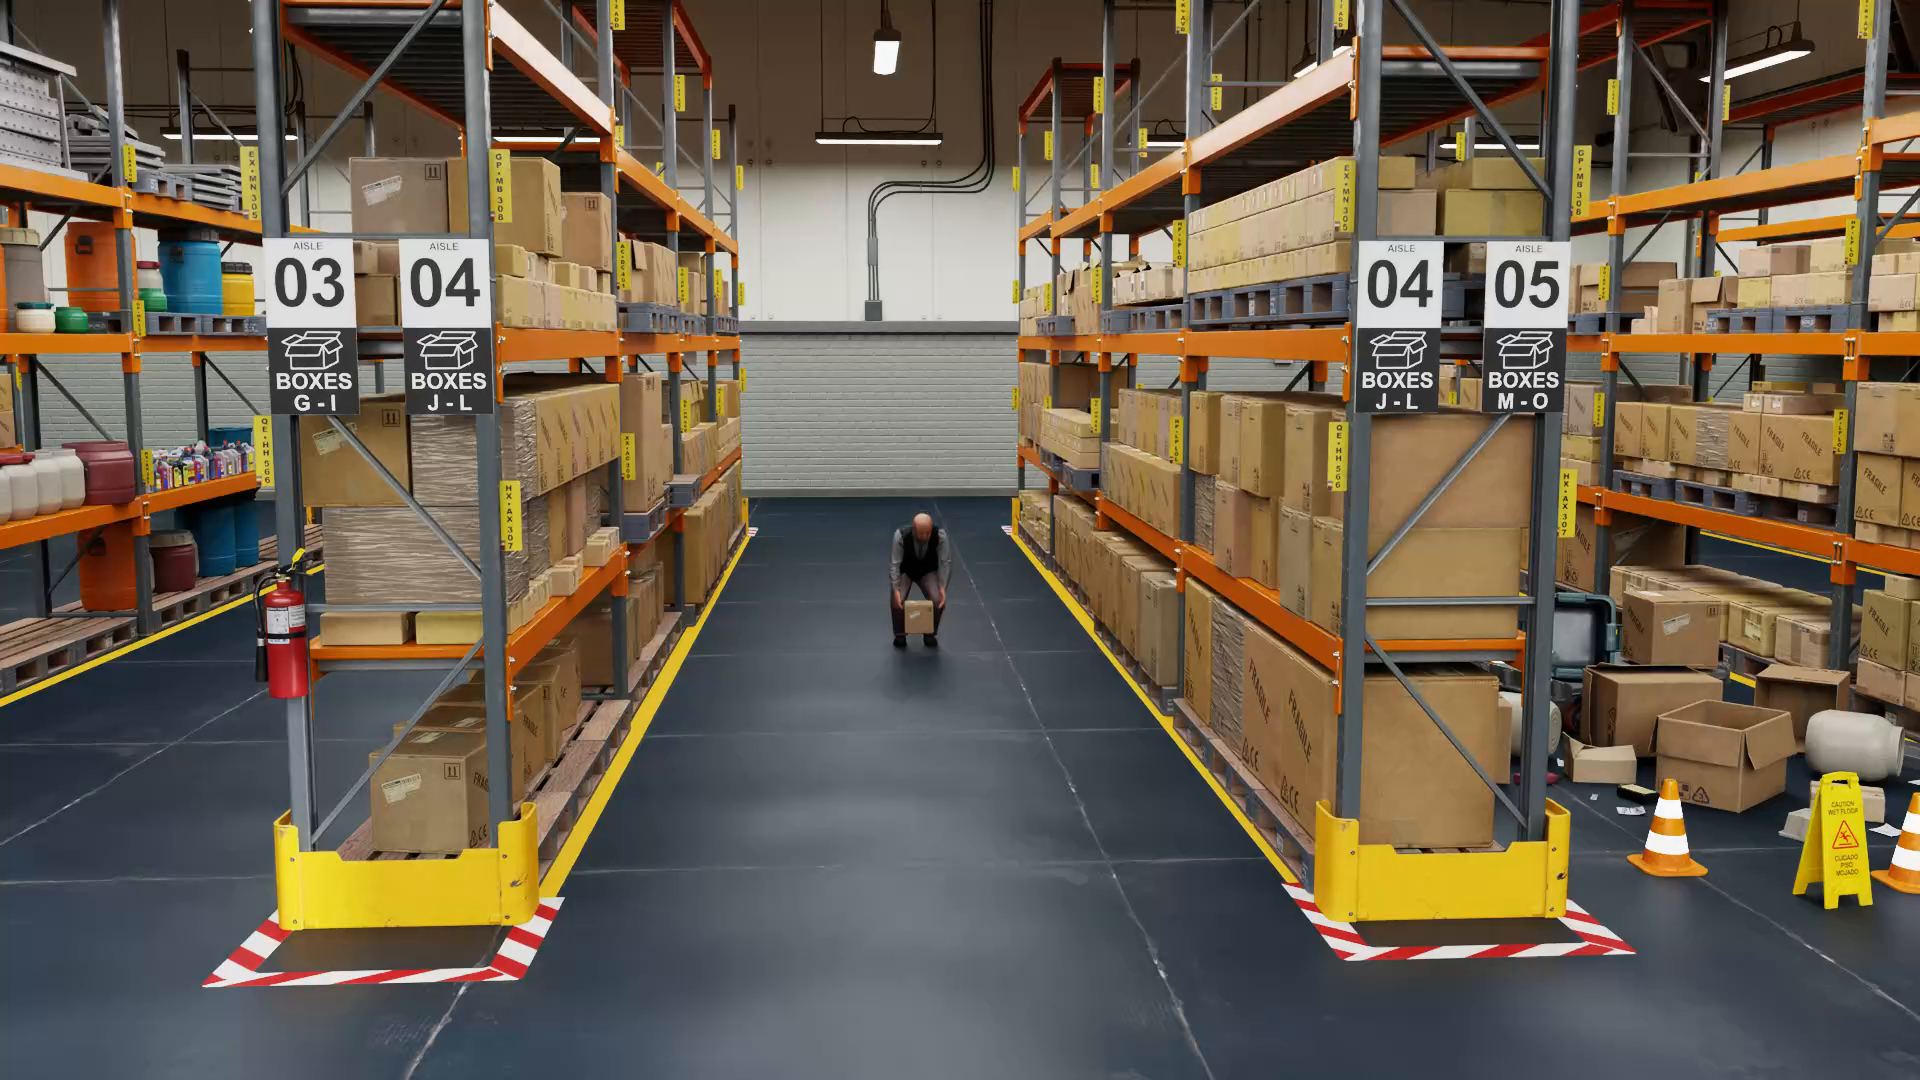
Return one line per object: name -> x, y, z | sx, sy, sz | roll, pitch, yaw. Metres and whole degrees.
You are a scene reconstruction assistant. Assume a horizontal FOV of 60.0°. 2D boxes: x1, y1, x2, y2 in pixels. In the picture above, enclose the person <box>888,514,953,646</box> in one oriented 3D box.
person -> -0.360, 0.344, 15.044 | 0.583, 1.232, 0.789 | 0, 7, -4
